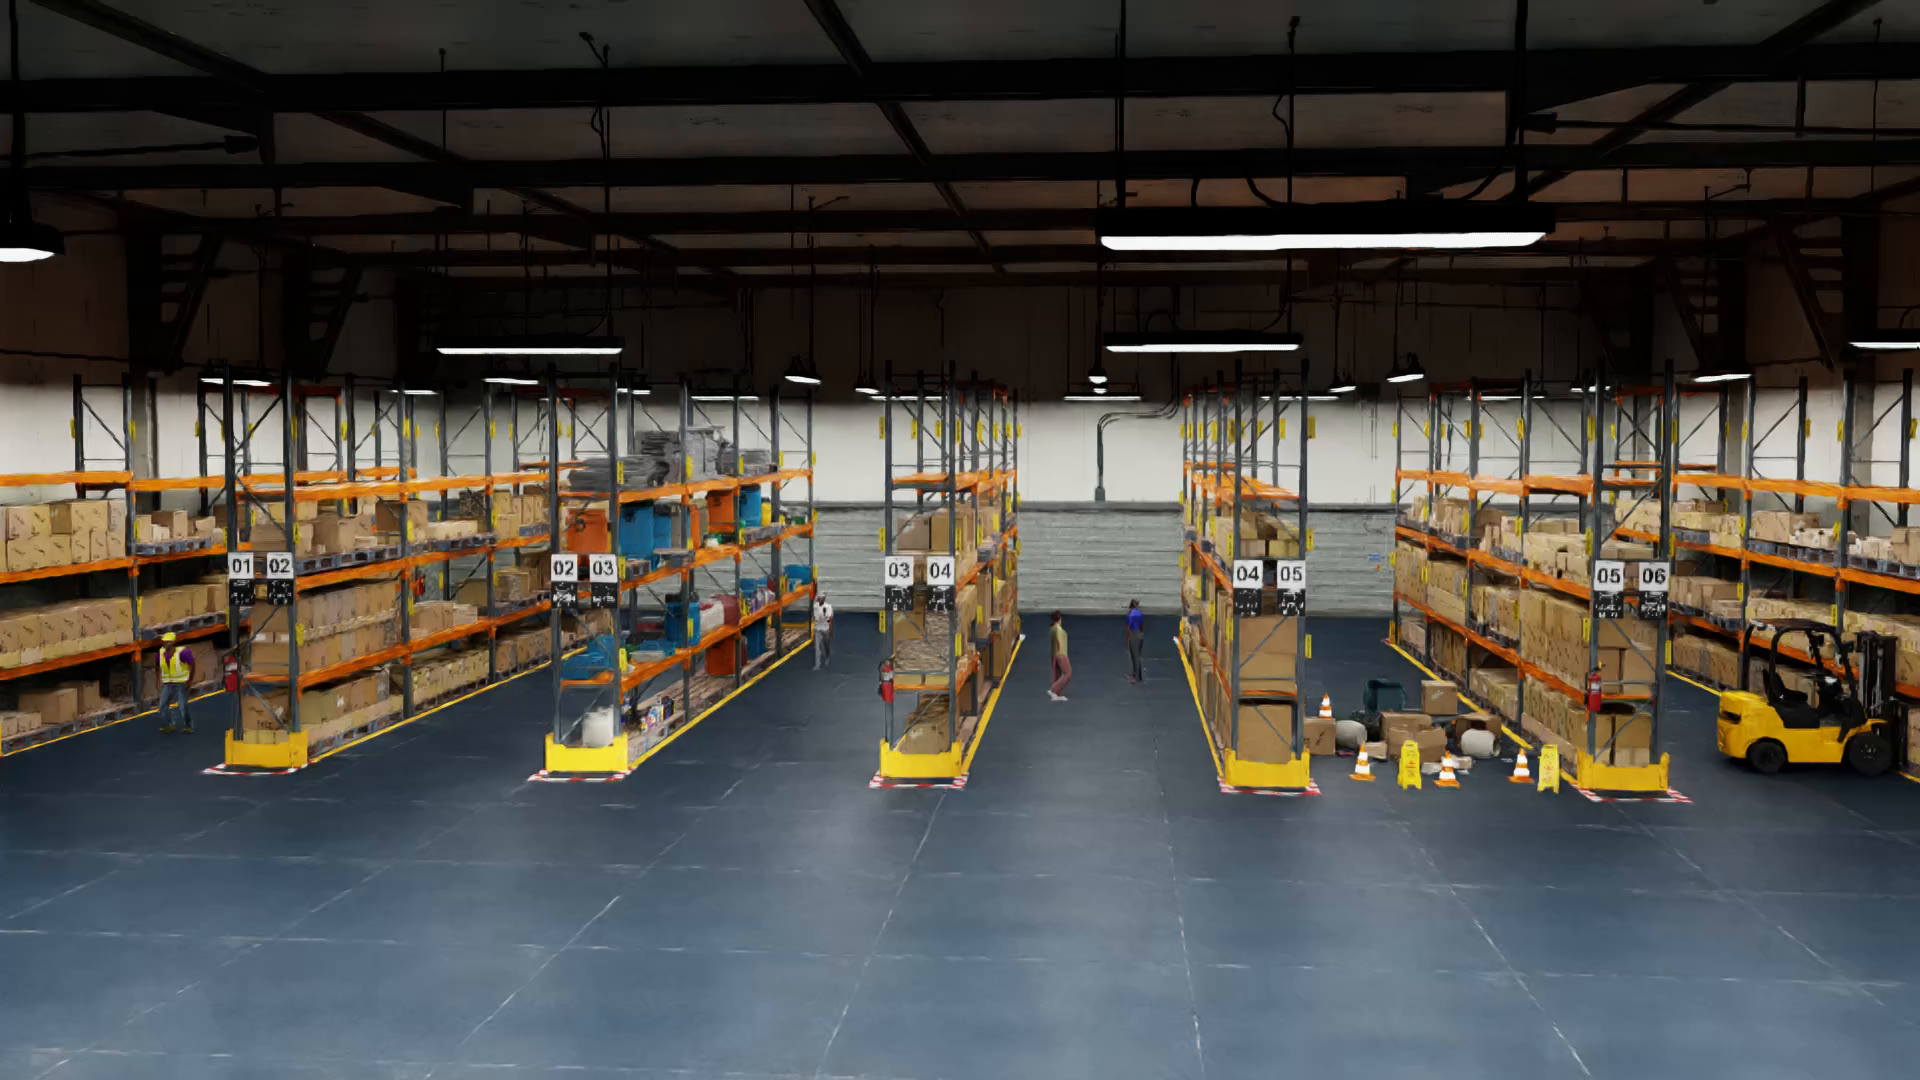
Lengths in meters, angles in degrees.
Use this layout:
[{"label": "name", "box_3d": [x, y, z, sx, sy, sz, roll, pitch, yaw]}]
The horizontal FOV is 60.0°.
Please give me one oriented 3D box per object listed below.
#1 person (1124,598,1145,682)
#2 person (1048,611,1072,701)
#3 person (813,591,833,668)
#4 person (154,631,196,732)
[{"label": "person", "box_3d": [3.465, 1.979, 33.216, 0.549, 1.653, 0.574, 3, 5, 38]}, {"label": "person", "box_3d": [1.805, 2.149, 30.688, 0.435, 1.671, 0.492, -1, 4, -20]}, {"label": "person", "box_3d": [-2.892, 1.874, 35.100, 0.461, 1.626, 0.989, 0, 4, 4]}, {"label": "person", "box_3d": [-12.985, 2.348, 27.478, 0.719, 1.713, 0.578, 0, 4, 4]}]
